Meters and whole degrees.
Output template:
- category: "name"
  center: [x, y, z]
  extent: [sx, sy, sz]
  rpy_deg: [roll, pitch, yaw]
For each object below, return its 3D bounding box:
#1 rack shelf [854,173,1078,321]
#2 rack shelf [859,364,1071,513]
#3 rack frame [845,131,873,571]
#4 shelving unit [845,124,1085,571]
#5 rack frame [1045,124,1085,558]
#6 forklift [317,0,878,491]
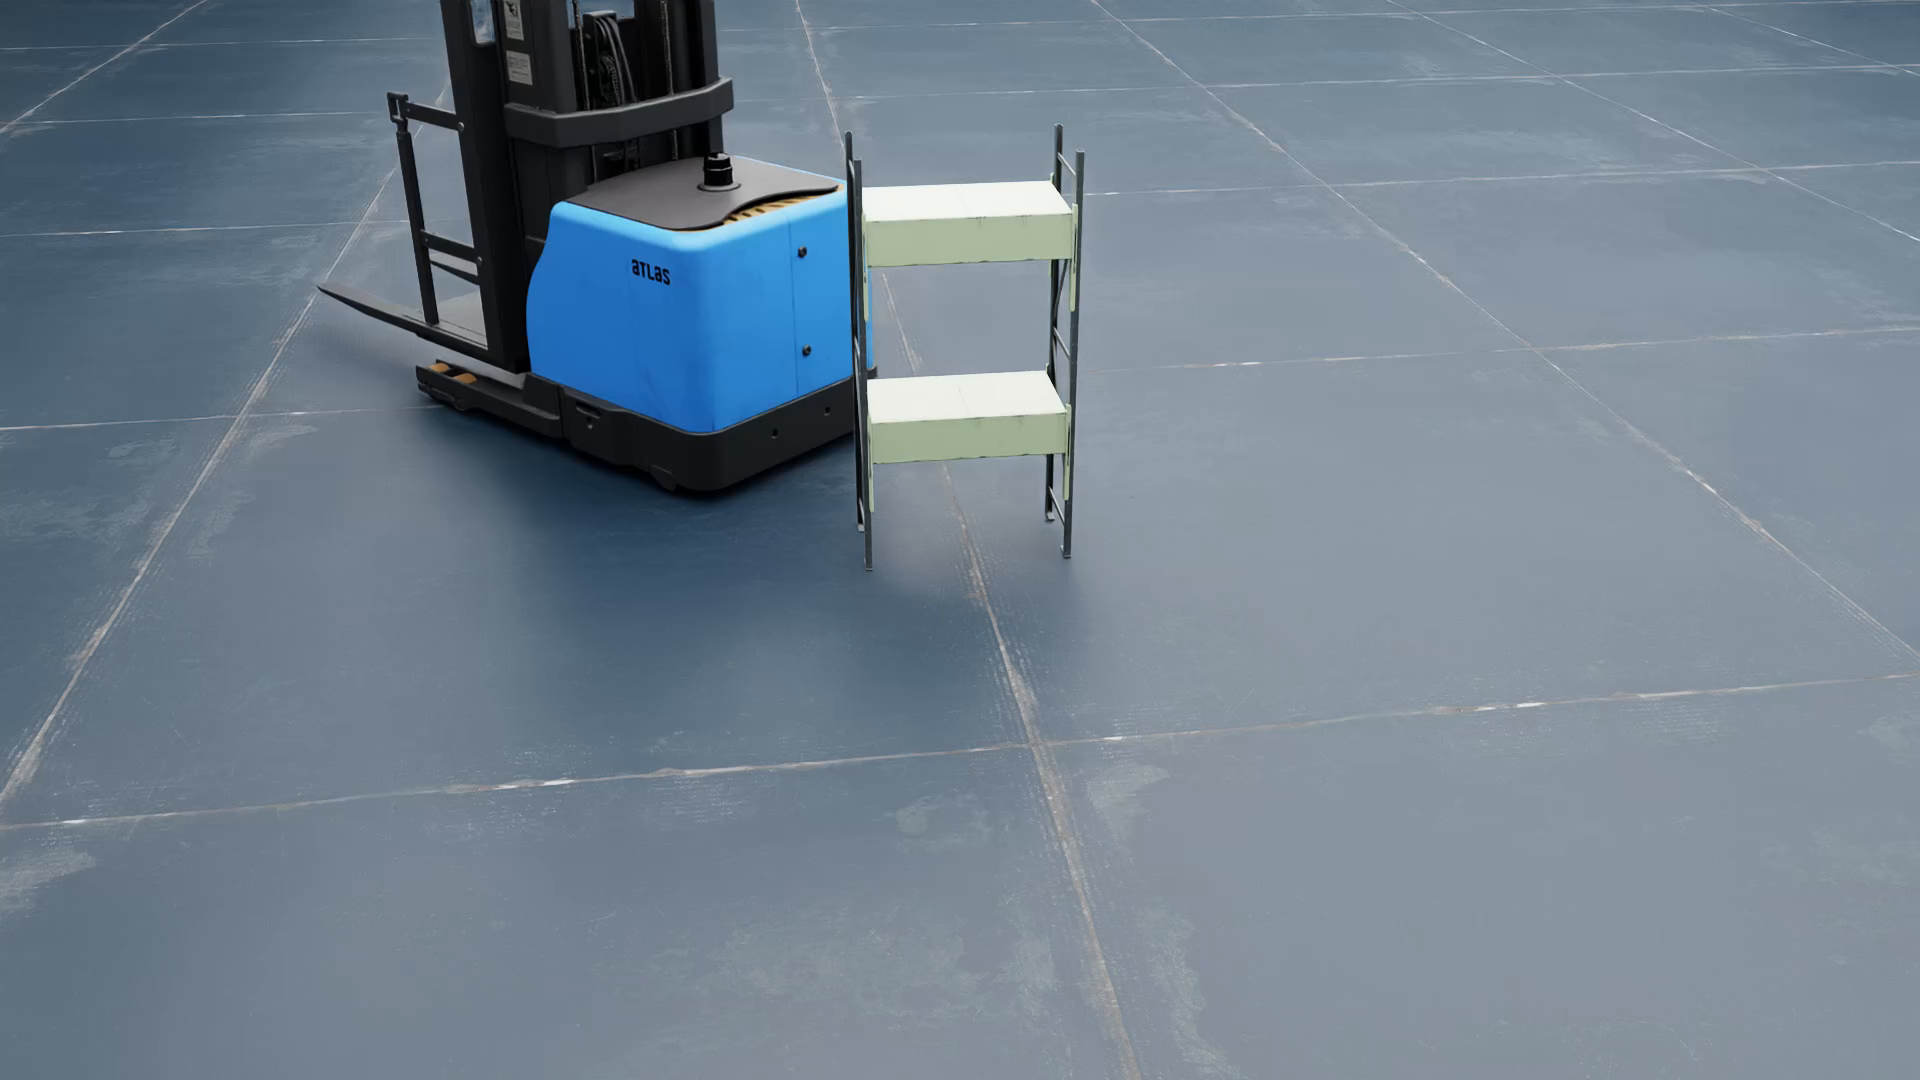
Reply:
- category: "rack shelf"
  center: [0.007, -1.015, 5.730]
  extent: [0.720, 0.370, 0.431]
  rpy_deg: [-4, 27, -7]
- category: "rack shelf"
  center: [0.007, -0.378, 6.057]
  extent: [0.720, 0.370, 0.431]
  rpy_deg: [-4, 27, -7]
- category: "rack frame"
  center: [-0.356, -0.644, 5.863]
  extent: [0.023, 1.500, 0.400]
  rpy_deg: [-4, 27, -7]
- category: "shelving unit"
  center: [0.007, -0.668, 5.908]
  extent: [0.755, 1.500, 0.431]
  rpy_deg: [-4, 27, -7]
- category: "rack frame"
  center: [0.369, -0.691, 5.954]
  extent: [0.023, 1.500, 0.400]
  rpy_deg: [-4, 27, -7]
- category: "forklift"
  center: [-1.804, -2.036, 7.008]
  extent: [3.031, 2.935, 1.130]
  rpy_deg: [21, 34, 35]
